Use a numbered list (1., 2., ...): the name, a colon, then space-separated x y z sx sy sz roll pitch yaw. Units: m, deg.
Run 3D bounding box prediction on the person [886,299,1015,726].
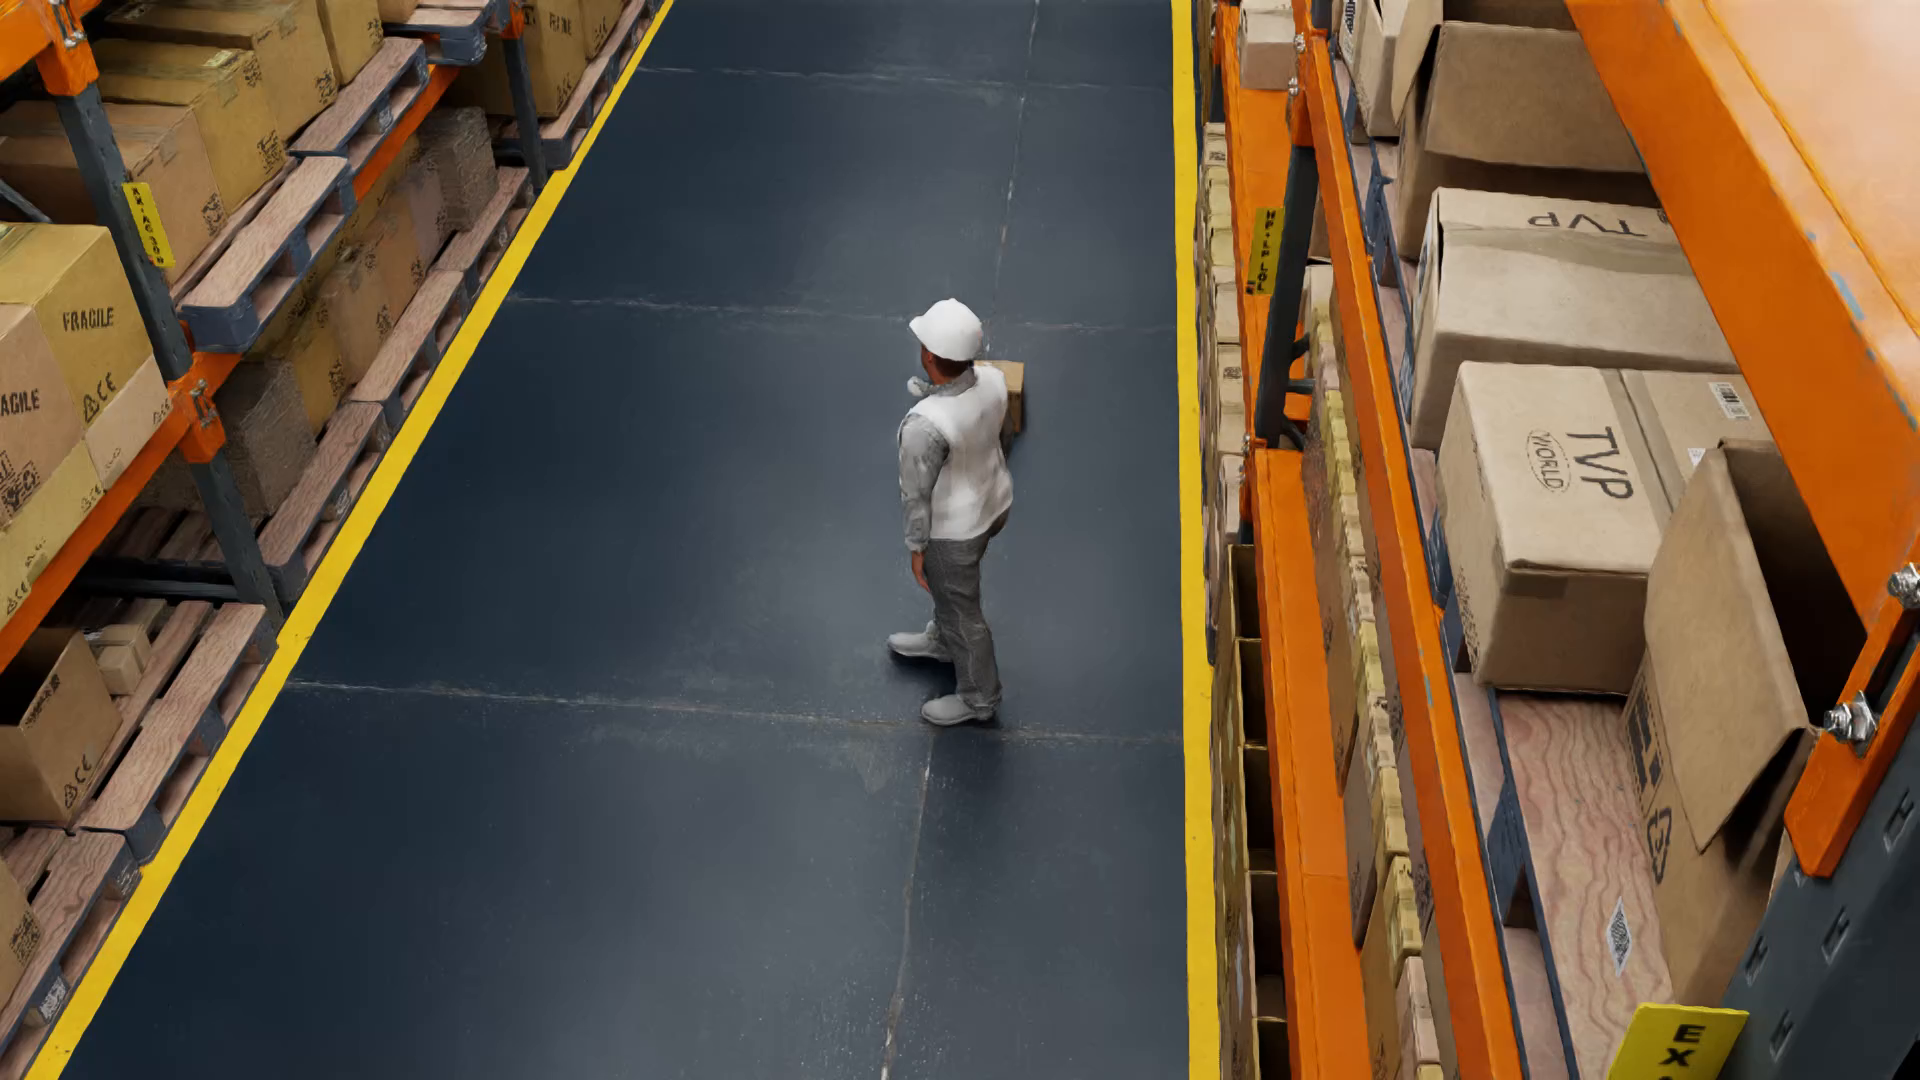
1. person: -0.040 -0.126 6.278 0.598 1.774 0.639 22 44 24
